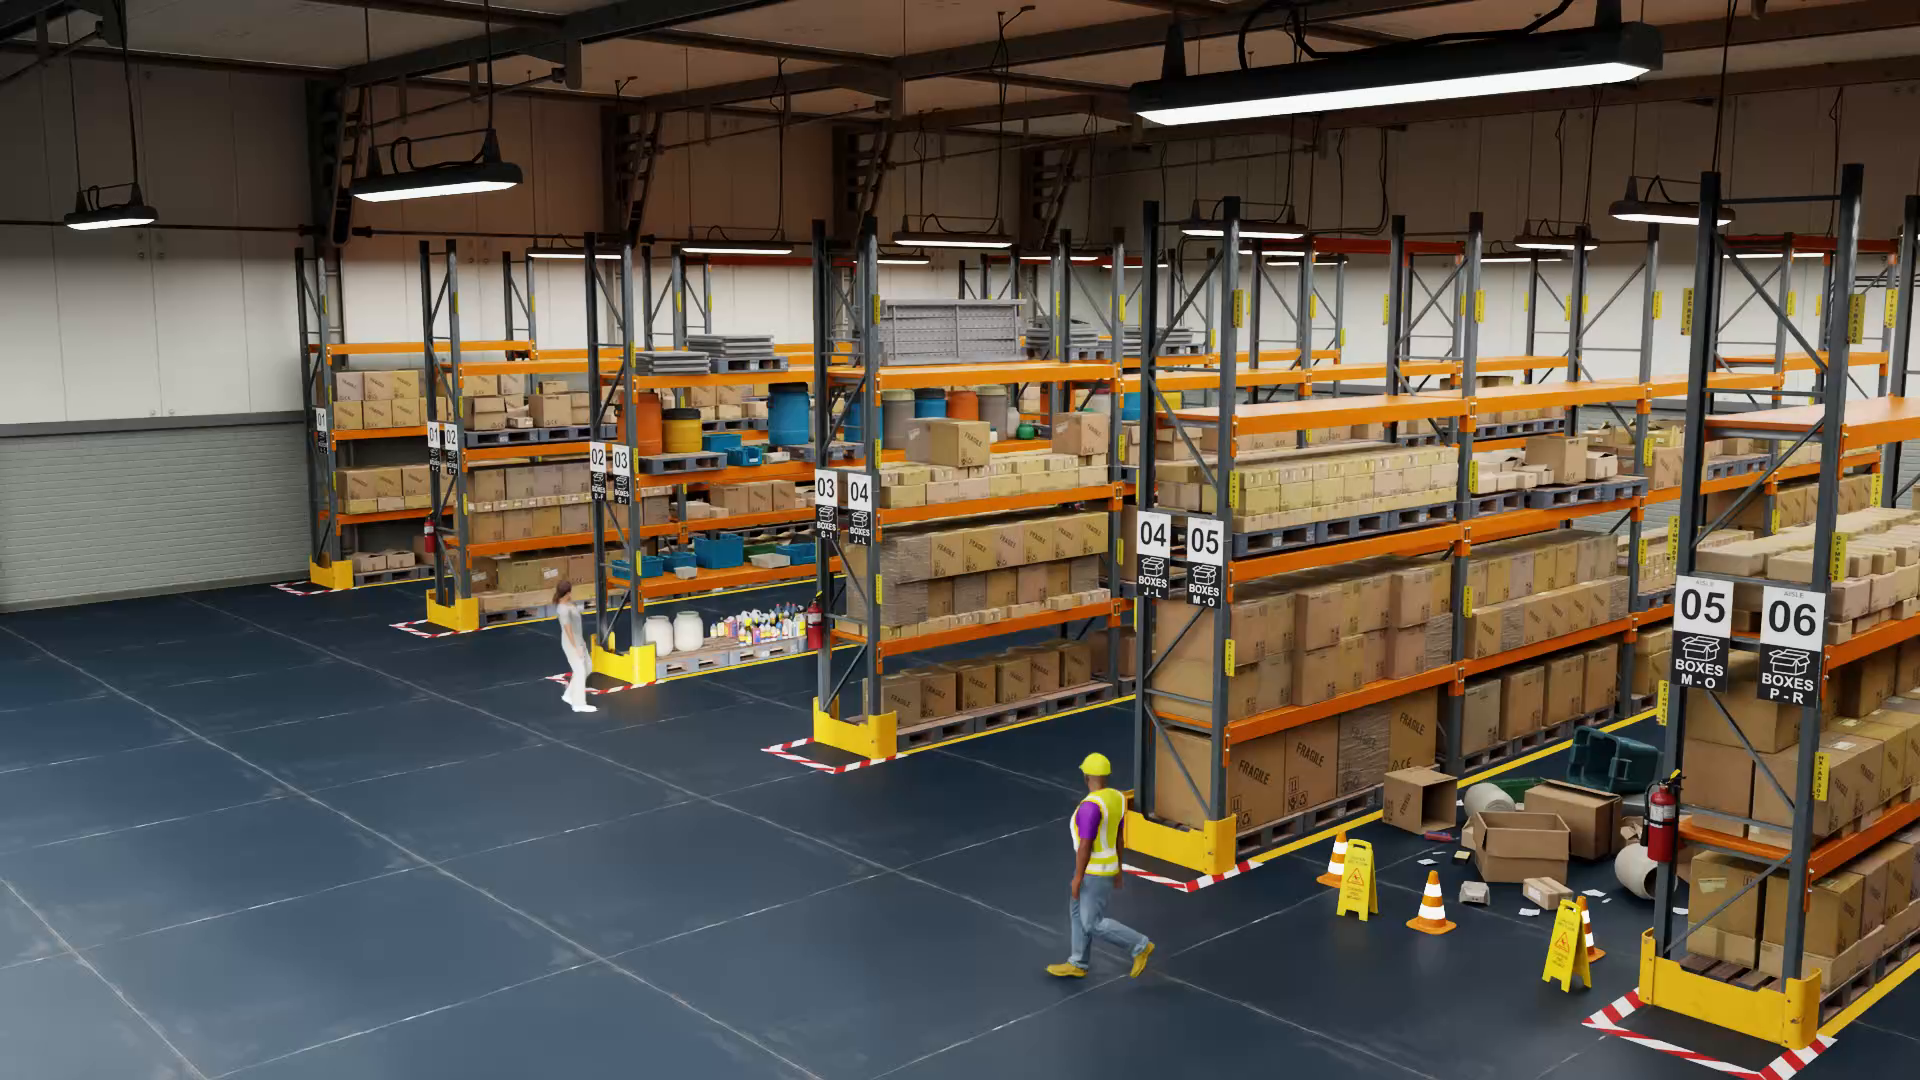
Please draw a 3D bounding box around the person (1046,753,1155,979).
[{"bbox_3d":[1.063,2.472,12.510,0.794,1.755,0.499,0,8,-3],"label":"person"}]

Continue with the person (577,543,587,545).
[{"bbox_3d":[-6.847,-0.131,30.453,0.600,1.753,0.548,-3,9,-21],"label":"person"}]

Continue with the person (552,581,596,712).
[{"bbox_3d":[-4.824,1.328,20.817,0.520,1.685,0.511,-1,8,-4],"label":"person"}]
